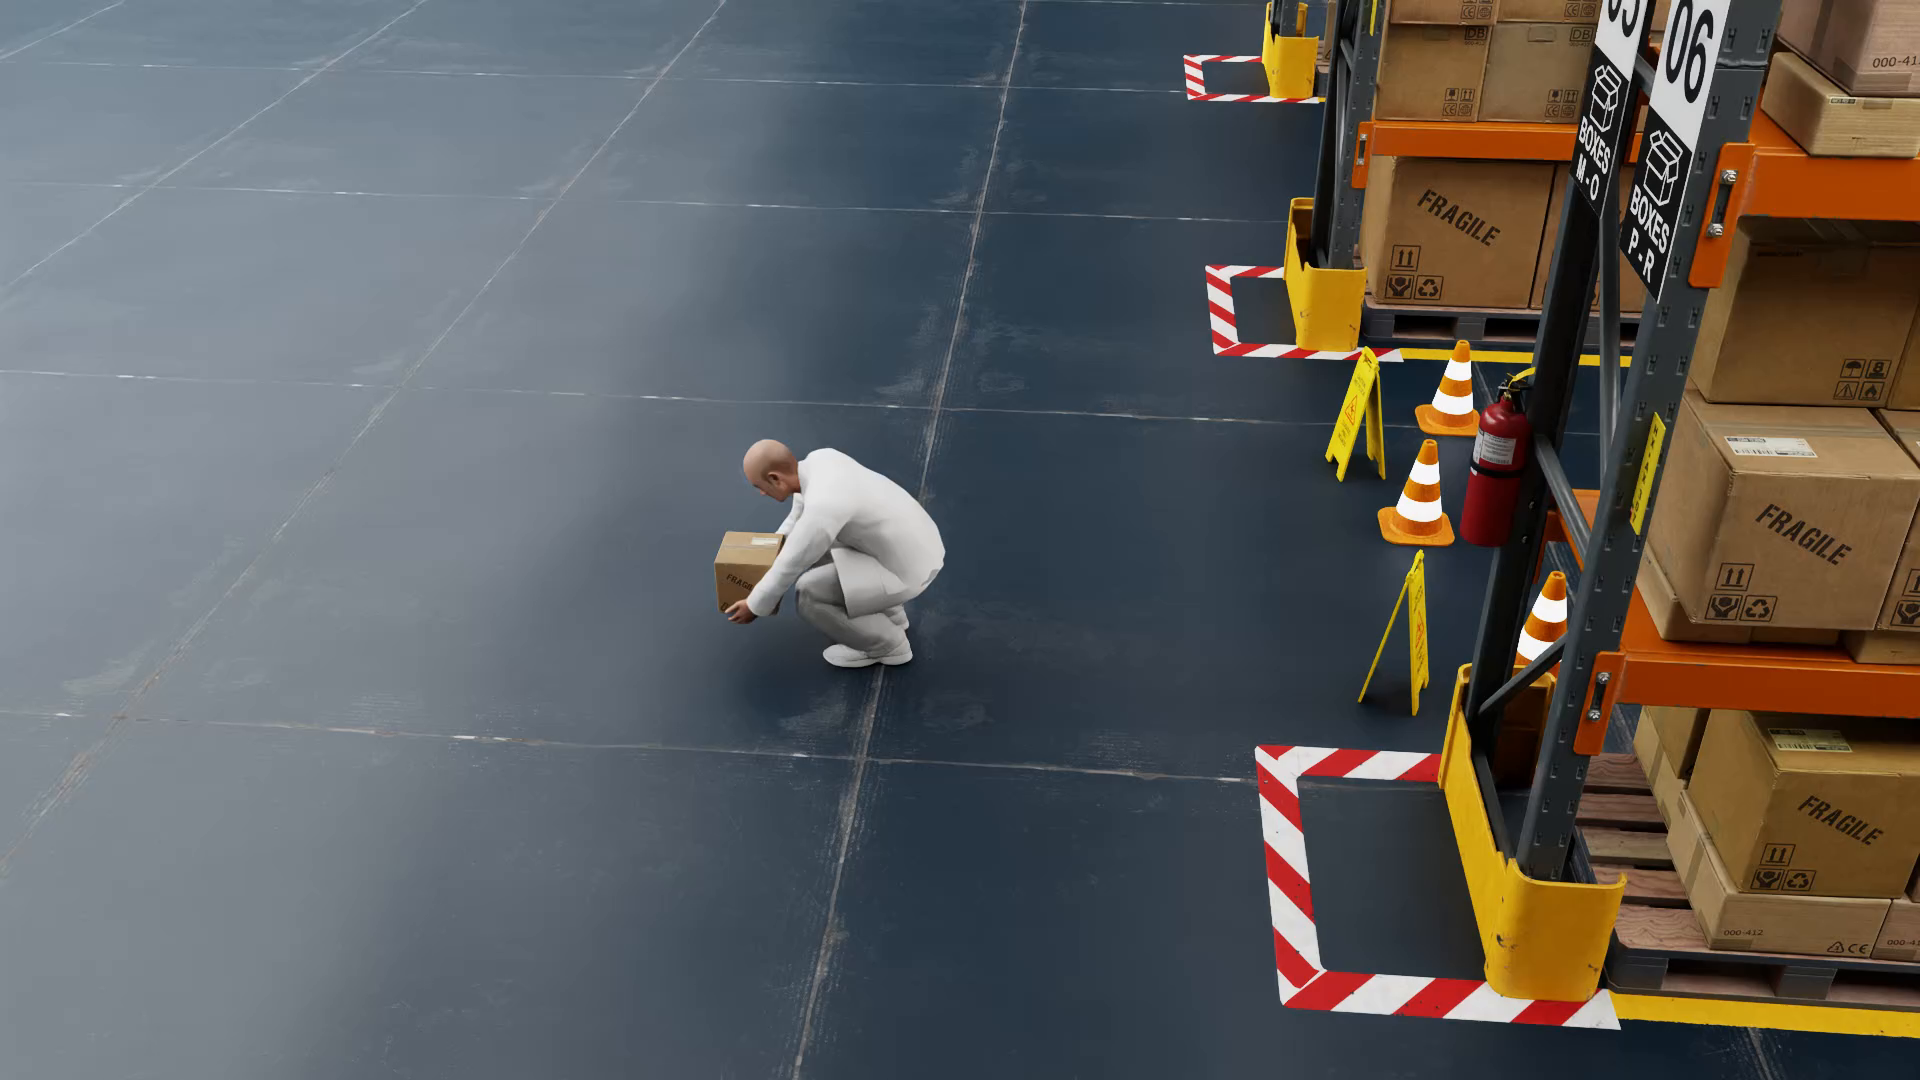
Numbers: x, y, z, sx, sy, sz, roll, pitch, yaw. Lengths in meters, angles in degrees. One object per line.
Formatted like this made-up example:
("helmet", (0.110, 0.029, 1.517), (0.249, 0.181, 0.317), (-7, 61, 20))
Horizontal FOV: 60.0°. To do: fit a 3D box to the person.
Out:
("person", (-0.517, 0.025, 6.878), (0.909, 0.978, 0.604), (3, 32, 4))
